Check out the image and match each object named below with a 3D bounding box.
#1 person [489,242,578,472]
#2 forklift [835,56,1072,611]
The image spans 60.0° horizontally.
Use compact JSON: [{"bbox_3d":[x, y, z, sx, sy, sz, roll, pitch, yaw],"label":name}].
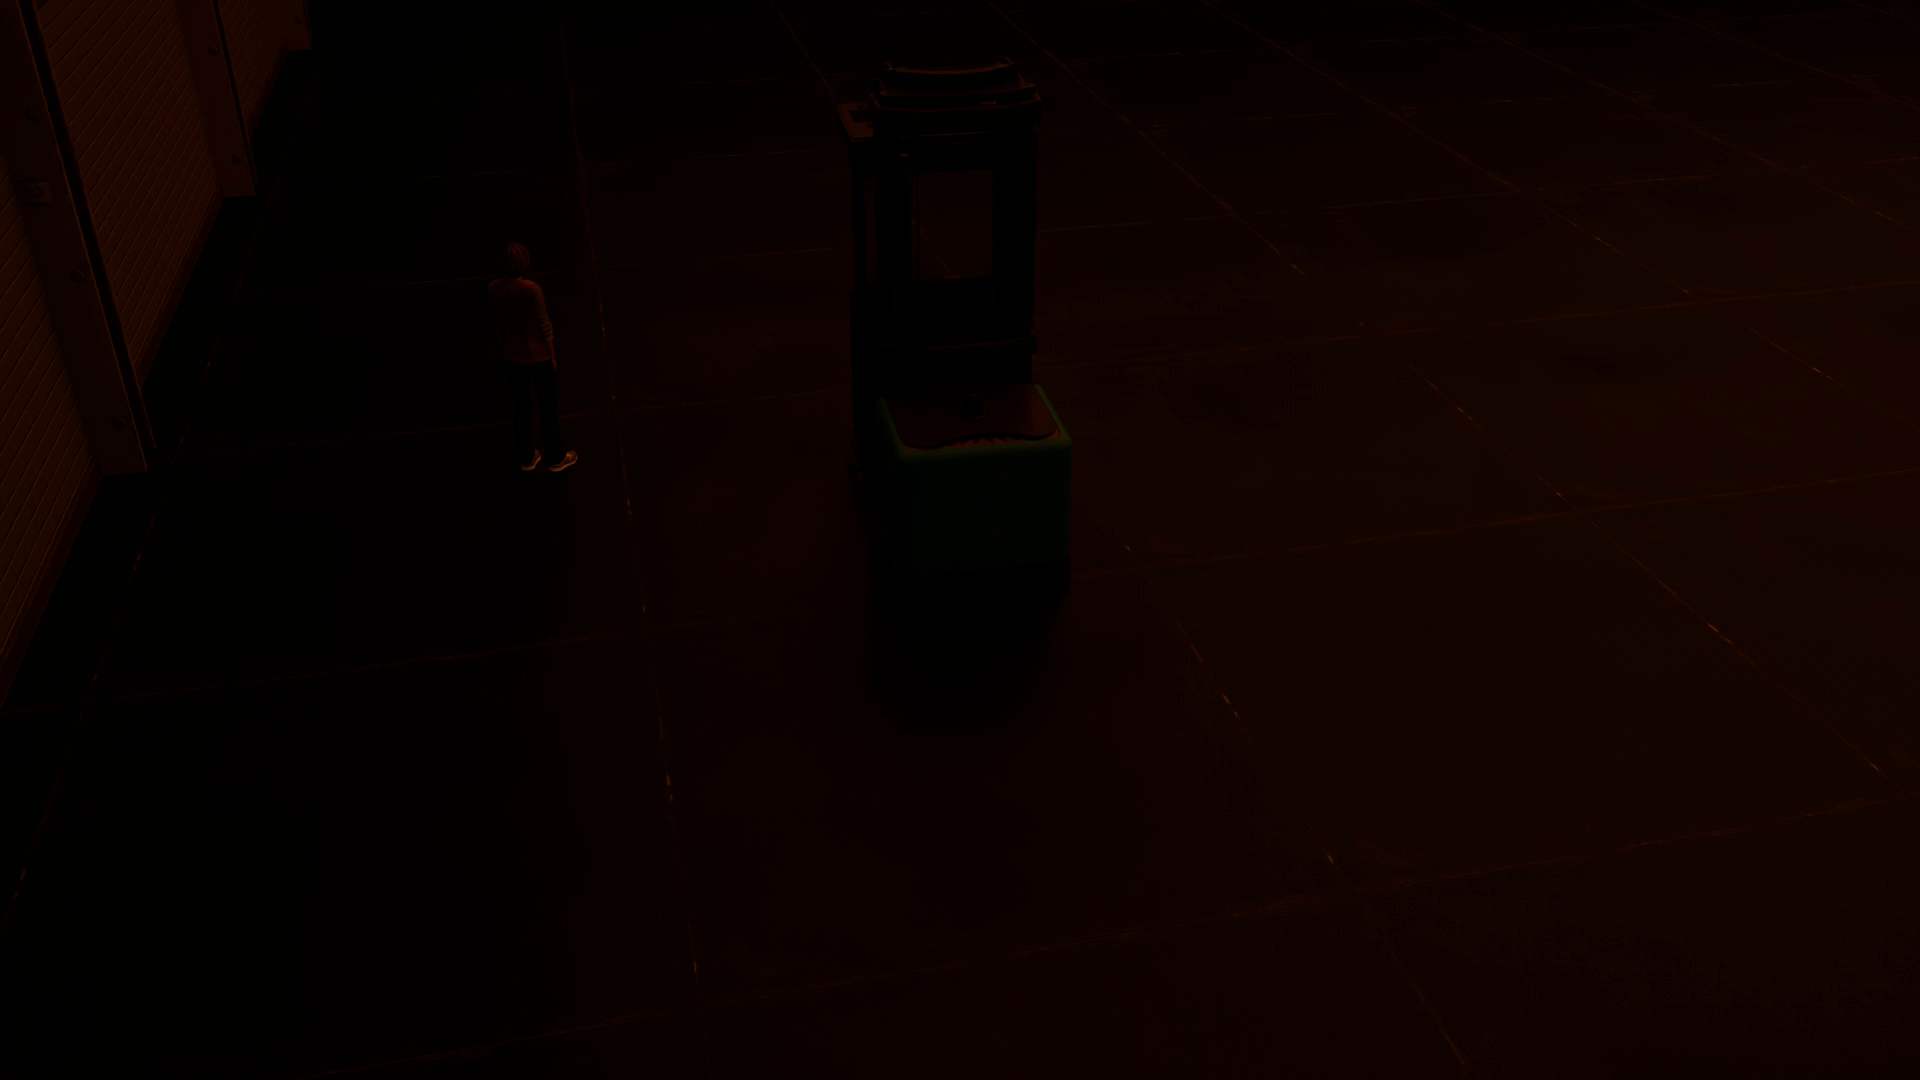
[{"bbox_3d":[-2.848,-1.200,10.977,0.405,1.603,0.318,5,30,9],"label":"person"},{"bbox_3d":[-0.144,-1.580,10.303,1.130,2.935,3.031,-6,31,-10],"label":"forklift"}]
